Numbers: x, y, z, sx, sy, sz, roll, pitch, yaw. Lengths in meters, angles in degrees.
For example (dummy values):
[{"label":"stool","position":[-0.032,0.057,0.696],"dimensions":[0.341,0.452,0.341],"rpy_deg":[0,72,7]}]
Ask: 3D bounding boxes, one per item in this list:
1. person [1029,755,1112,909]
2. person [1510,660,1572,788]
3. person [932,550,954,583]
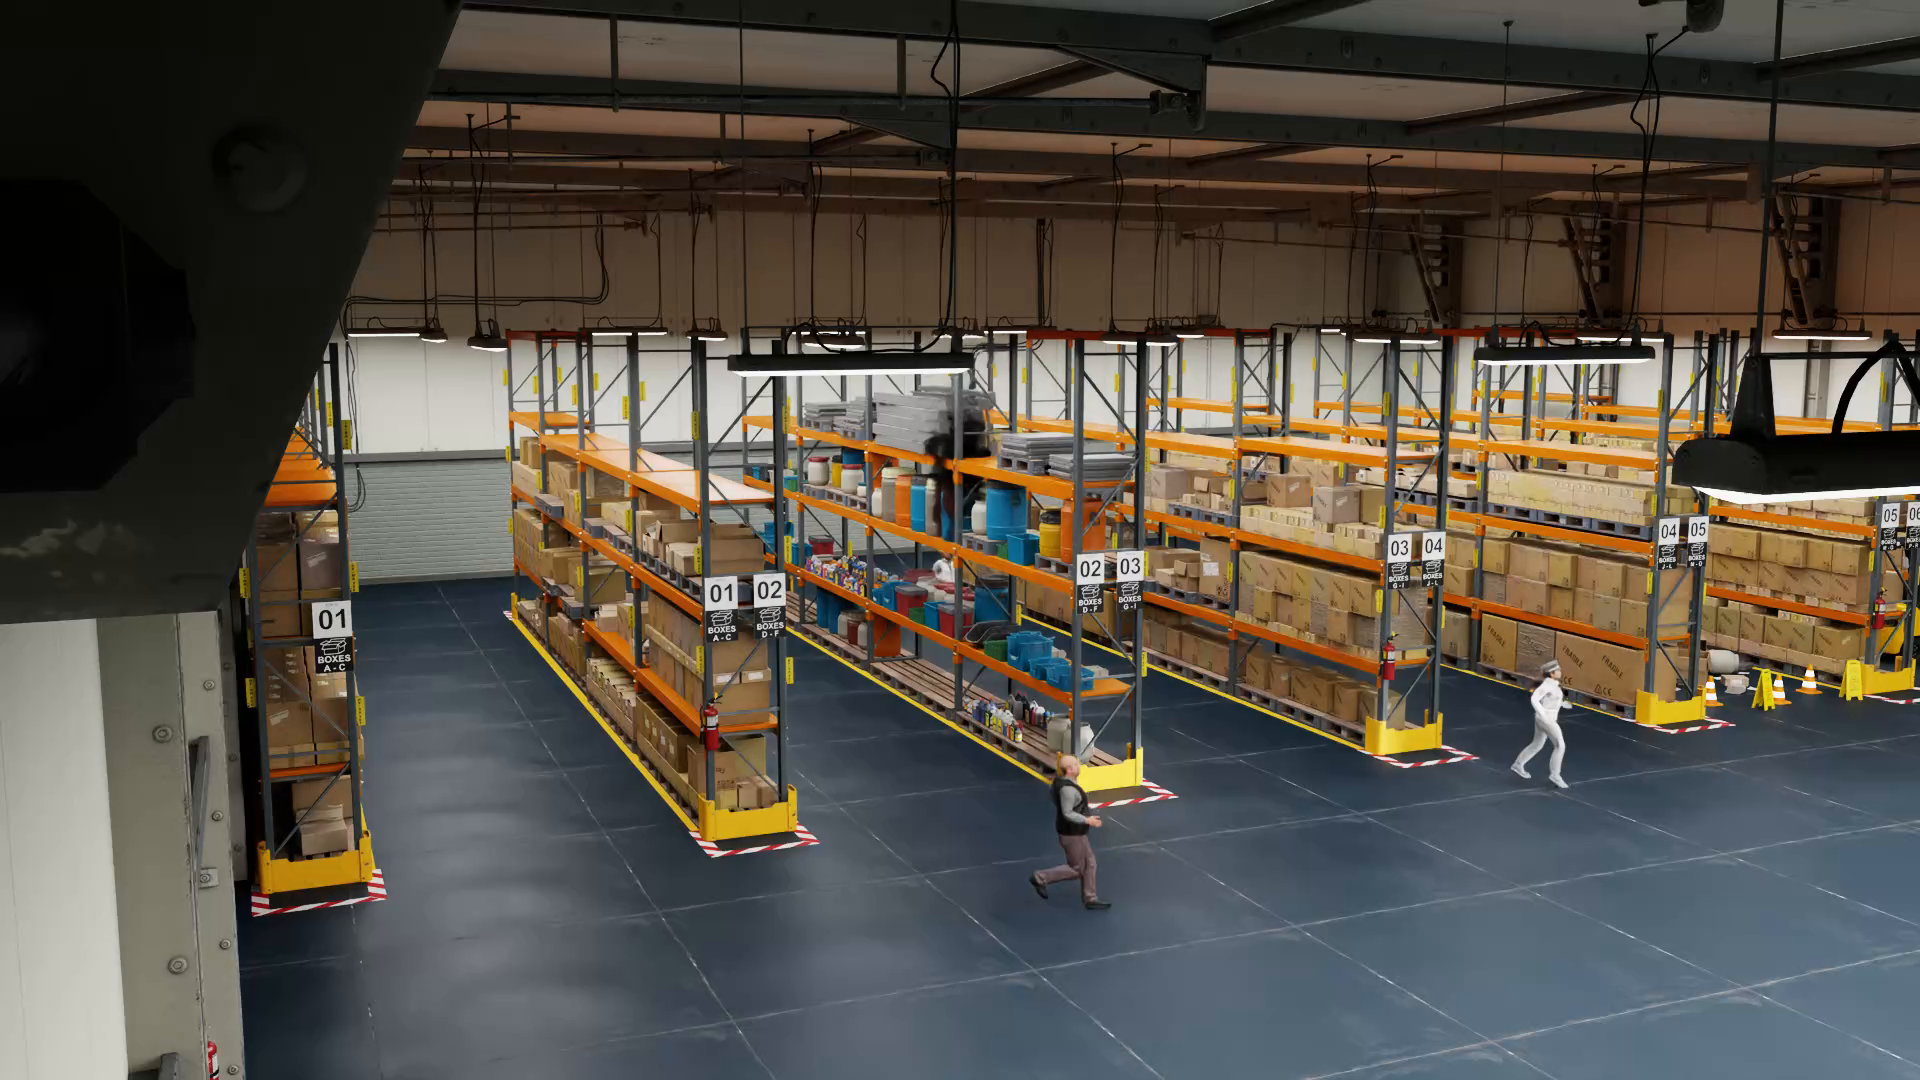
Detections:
[{"label":"person","position":[1.182,3.110,17.677],"dimensions":[0.896,1.691,0.677],"rpy_deg":[0,8,-1]},{"label":"person","position":[7.862,2.459,22.418],"dimensions":[0.717,1.753,0.598],"rpy_deg":[2,8,17]},{"label":"person","position":[-0.265,0.957,33.275],"dimensions":[0.661,1.723,0.625],"rpy_deg":[-5,9,-32]}]
